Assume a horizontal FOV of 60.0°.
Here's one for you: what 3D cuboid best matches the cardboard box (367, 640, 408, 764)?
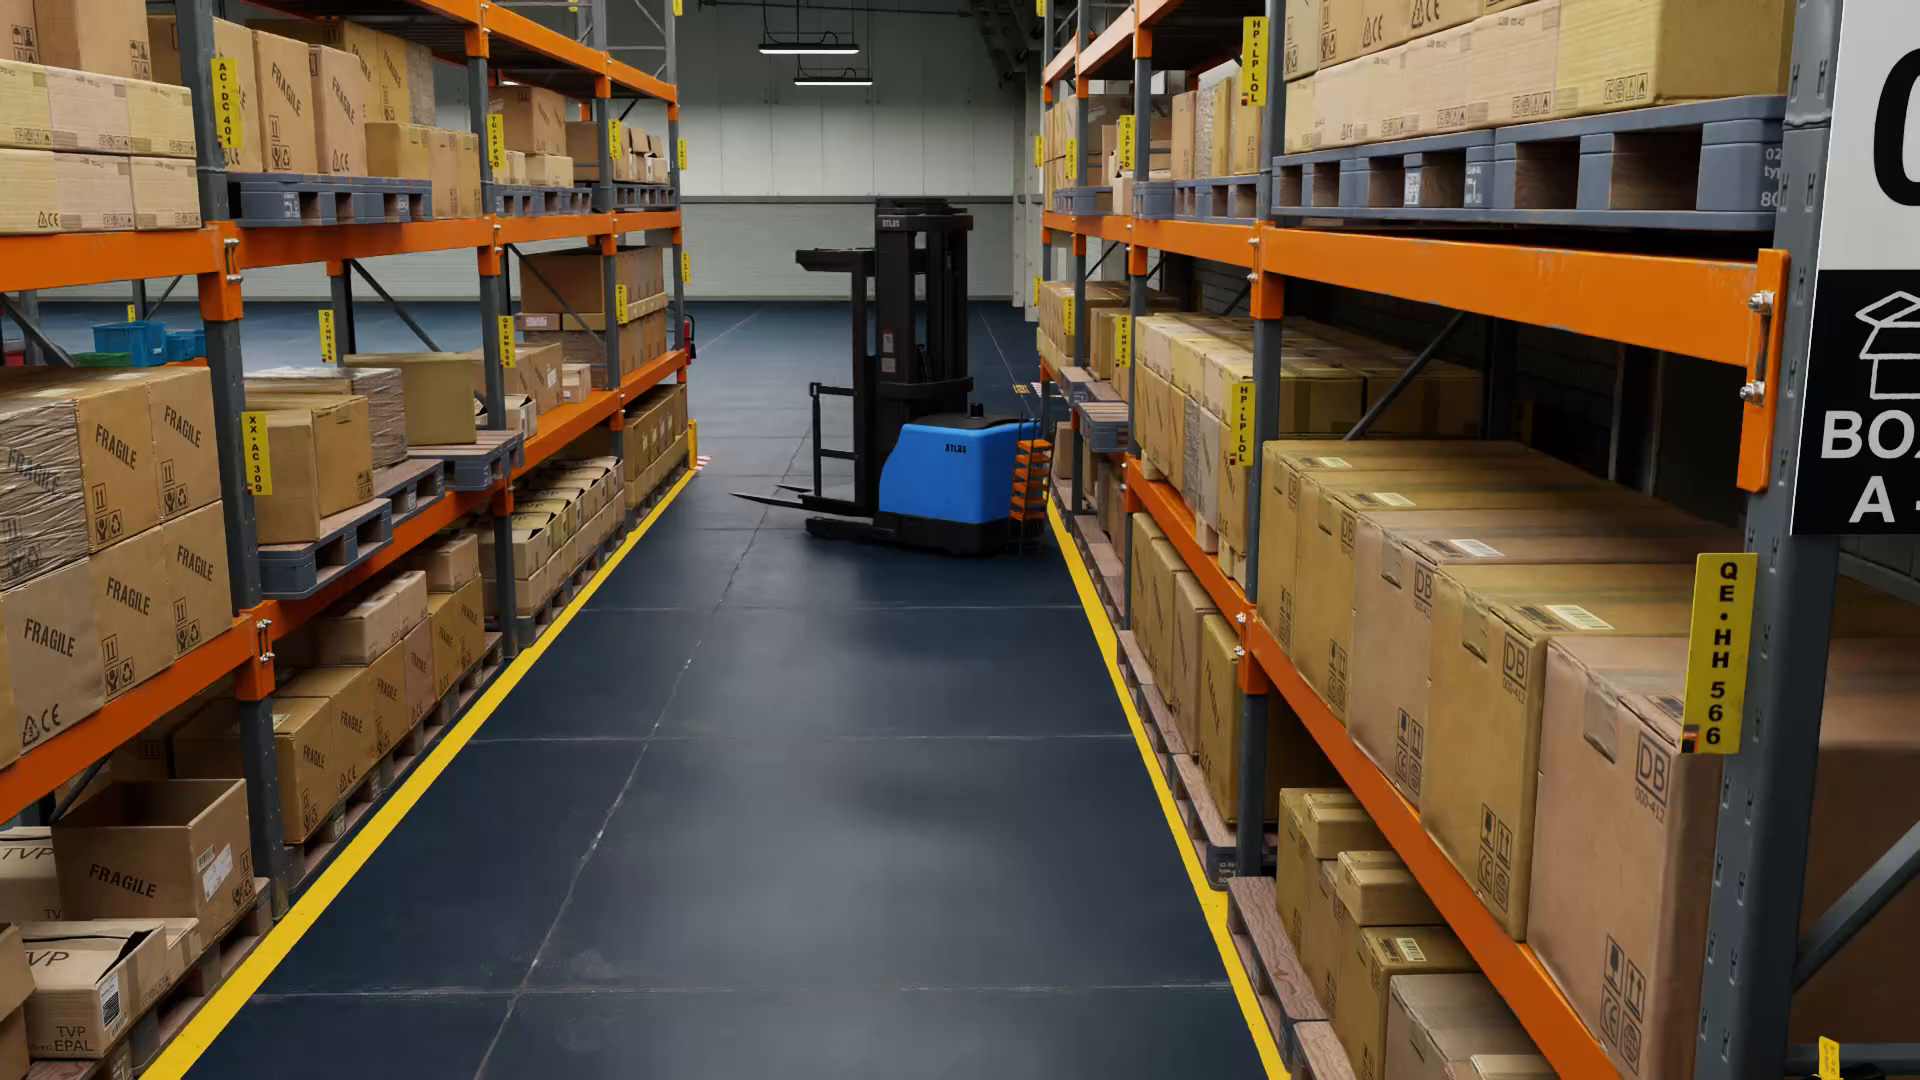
[{"bbox_3d":[-3.086,0.797,8.264,0.500,0.500,0.500,0,11,0],"label":"cardboard box"}]

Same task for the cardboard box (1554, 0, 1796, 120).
[{"bbox_3d":[1.460,-0.931,3.130,0.500,0.250,0.500,0,11,1],"label":"cardboard box"}]

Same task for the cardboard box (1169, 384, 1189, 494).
[{"bbox_3d":[1.358,-0.526,8.560,0.500,0.500,0.500,0,11,0],"label":"cardboard box"}]

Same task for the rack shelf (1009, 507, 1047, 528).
[{"bbox_3d":[0.563,-0.190,13.847,0.258,0.103,0.180,-8,24,-34],"label":"rack shelf"}]

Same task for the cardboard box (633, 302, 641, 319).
[{"bbox_3d":[-3.308,-2.229,16.118,0.380,0.149,0.250,0,11,-2],"label":"cardboard box"}]

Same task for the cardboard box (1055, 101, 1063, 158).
[{"bbox_3d":[1.168,-3.851,15.635,0.500,0.500,0.500,-1,11,-3],"label":"cardboard box"}]

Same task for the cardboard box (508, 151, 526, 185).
[{"bbox_3d":[-3.482,-2.722,12.207,0.500,0.250,0.500,-1,12,-6],"label":"cardboard box"}]

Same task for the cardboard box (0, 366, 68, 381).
[{"bbox_3d":[-3.567,-0.354,5.992,0.500,0.500,0.500,0,11,0],"label":"cardboard box"}]

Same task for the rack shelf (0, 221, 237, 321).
[{"bbox_3d":[-3.254,-0.629,4.382,1.077,0.370,4.000,0,11,-1],"label":"rack shelf"}]

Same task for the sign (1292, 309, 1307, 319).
[{"bbox_3d":[2.130,-1.296,10.491,0.100,0.325,0.005,0,11,-1],"label":"sign"}]

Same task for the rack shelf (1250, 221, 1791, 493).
[{"bbox_3d":[1.699,-0.650,4.486,1.077,0.370,4.000,0,11,-1],"label":"rack shelf"}]

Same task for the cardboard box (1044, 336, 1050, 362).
[{"bbox_3d":[1.132,-1.950,16.951,0.500,0.250,0.500,0,11,-2],"label":"cardboard box"}]

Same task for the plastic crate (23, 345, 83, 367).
[{"bbox_3d":[-8.296,-1.554,14.832,0.767,0.338,0.504,0,11,-1],"label":"plastic crate"}]

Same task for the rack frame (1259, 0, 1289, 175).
[{"bbox_3d":[1.657,-2.871,6.076,1.000,3.000,0.127,0,11,-1],"label":"rack frame"}]

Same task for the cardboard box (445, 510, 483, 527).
[{"bbox_3d":[-3.652,-0.044,11.681,0.500,0.311,0.500,0,11,-2],"label":"cardboard box"}]

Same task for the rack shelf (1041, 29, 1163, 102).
[{"bbox_3d":[1.451,-4.504,15.946,1.077,0.370,4.000,0,11,-1],"label":"rack shelf"}]

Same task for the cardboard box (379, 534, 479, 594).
[{"bbox_3d":[-3.118,0.133,9.651,0.500,0.250,0.500,0,11,1],"label":"cardboard box"}]

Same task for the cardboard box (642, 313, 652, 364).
[{"bbox_3d":[-3.526,-2.048,16.858,0.700,0.500,0.500,0,11,-1],"label":"cardboard box"}]

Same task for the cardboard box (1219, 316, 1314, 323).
[{"bbox_3d":[1.843,-1.209,10.037,0.500,0.250,0.500,0,11,0],"label":"cardboard box"}]

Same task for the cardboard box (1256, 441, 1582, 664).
[{"bbox_3d":[1.652,0.030,6.111,0.980,0.700,0.700,0,11,0],"label":"cardboard box"}]

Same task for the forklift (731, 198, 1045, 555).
[{"bbox_3d":[-0.744,-1.521,14.683,3.031,2.935,1.130,9,14,36],"label":"forklift"}]

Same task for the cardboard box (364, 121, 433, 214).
[{"bbox_3d":[-3.314,-1.932,8.744,0.910,0.500,0.500,0,11,-1],"label":"cardboard box"}]

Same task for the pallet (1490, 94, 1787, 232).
[{"bbox_3d":[1.714,-0.709,3.190,1.003,0.211,1.213,0,11,-1],"label":"pallet"}]

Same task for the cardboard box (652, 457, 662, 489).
[{"bbox_3d":[-3.177,-0.650,16.079,0.500,0.250,0.500,0,11,-1],"label":"cardboard box"}]

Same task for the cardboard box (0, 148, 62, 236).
[{"bbox_3d":[-3.000,-1.012,4.834,0.500,0.250,0.500,0,11,-1],"label":"cardboard box"}]

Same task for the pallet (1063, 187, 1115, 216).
[{"bbox_3d":[1.423,-2.570,12.608,1.213,0.211,1.003,0,11,-1],"label":"pallet"}]

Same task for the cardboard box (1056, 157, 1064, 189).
[{"bbox_3d":[1.187,-3.360,15.729,0.500,0.500,0.500,-1,11,-3],"label":"cardboard box"}]

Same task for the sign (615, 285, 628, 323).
[{"bbox_3d":[-2.918,-2.033,14.320,0.100,0.325,0.005,0,11,-1],"label":"sign"}]

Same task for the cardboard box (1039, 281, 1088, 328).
[{"bbox_3d":[1.119,-2.524,17.895,0.500,0.500,0.500,0,11,-1],"label":"cardboard box"}]

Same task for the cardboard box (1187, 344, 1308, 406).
[{"bbox_3d":[1.381,-0.798,8.010,0.500,0.250,0.500,0,11,0],"label":"cardboard box"}]

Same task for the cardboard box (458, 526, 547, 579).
[{"bbox_3d":[-3.095,0.057,11.183,0.500,0.311,0.500,0,11,1],"label":"cardboard box"}]

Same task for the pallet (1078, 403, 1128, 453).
[{"bbox_3d":[1.454,-0.773,11.307,1.213,0.211,1.003,0,11,-1],"label":"pallet"}]

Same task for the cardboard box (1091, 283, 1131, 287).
[{"bbox_3d":[1.632,-2.427,17.418,0.500,0.500,0.500,0,11,0],"label":"cardboard box"}]

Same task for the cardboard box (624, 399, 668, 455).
[{"bbox_3d":[-3.190,-1.117,16.495,0.500,0.500,0.500,0,11,-1],"label":"cardboard box"}]

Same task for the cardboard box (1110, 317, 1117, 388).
[{"bbox_3d":[1.518,-1.442,12.766,0.700,0.500,0.500,1,12,7],"label":"cardboard box"}]

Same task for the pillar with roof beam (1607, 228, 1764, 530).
[{"bbox_3d":[-1.767,-2.717,5.321,9.100,9.000,0.400,0,11,-1],"label":"pillar with roof beam"}]

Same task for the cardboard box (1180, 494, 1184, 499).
[{"bbox_3d":[1.404,-0.290,9.027,0.380,0.149,0.250,0,11,0],"label":"cardboard box"}]

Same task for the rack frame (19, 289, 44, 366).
[{"bbox_3d":[-8.413,-1.480,14.311,1.000,3.000,0.127,0,11,-1],"label":"rack frame"}]

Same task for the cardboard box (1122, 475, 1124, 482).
[{"bbox_3d":[1.551,-0.542,12.979,0.500,0.250,0.500,-1,11,-3],"label":"cardboard box"}]

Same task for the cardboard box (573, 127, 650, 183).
[{"bbox_3d":[-3.368,-3.623,15.659,0.797,0.503,0.637,1,12,5],"label":"cardboard box"}]

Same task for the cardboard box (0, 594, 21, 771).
[{"bbox_3d":[-2.990,0.446,4.567,0.500,0.500,0.500,0,11,0],"label":"cardboard box"}]

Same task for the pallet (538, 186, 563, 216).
[{"bbox_3d":[-3.507,-2.439,11.967,1.003,0.211,1.213,0,11,1],"label":"pallet"}]

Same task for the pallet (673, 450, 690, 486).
[{"bbox_3d":[-3.485,-0.776,17.855,1.003,0.211,1.213,0,11,-1],"label":"pallet"}]

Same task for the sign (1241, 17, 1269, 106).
[{"bbox_3d":[1.115,-1.804,6.271,0.100,0.325,0.005,0,11,-1],"label":"sign"}]

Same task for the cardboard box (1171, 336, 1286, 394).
[{"bbox_3d":[1.369,-0.899,8.509,0.500,0.250,0.500,0,11,-2],"label":"cardboard box"}]

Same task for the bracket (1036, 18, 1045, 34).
[{"bbox_3d":[1.624,-9.867,31.506,0.076,0.066,4.783,0,11,-1],"label":"bracket"}]

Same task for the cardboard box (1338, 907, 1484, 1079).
[{"bbox_3d":[1.586,1.440,5.149,0.700,0.500,0.500,0,11,0],"label":"cardboard box"}]

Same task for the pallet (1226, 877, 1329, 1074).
[{"bbox_3d":[1.595,1.588,6.203,1.003,0.211,1.213,0,11,-1],"label":"pallet"}]

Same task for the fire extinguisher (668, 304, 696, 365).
[{"bbox_3d":[-3.081,-2.282,18.459,0.296,0.674,0.183,0,11,-1],"label":"fire extinguisher"}]

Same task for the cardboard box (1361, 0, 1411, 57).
[{"bbox_3d":[1.424,-1.606,4.571,0.500,0.500,0.500,0,11,-1],"label":"cardboard box"}]

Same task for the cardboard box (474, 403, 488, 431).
[{"bbox_3d":[-3.342,-0.733,10.854,0.500,0.311,0.500,0,11,2],"label":"cardboard box"}]

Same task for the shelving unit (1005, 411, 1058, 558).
[{"bbox_3d":[0.590,-0.457,13.753,0.258,1.200,0.189,-8,24,-34],"label":"shelving unit"}]

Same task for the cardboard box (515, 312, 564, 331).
[{"bbox_3d":[-3.680,-1.920,14.595,0.380,0.149,0.250,0,11,-1],"label":"cardboard box"}]
